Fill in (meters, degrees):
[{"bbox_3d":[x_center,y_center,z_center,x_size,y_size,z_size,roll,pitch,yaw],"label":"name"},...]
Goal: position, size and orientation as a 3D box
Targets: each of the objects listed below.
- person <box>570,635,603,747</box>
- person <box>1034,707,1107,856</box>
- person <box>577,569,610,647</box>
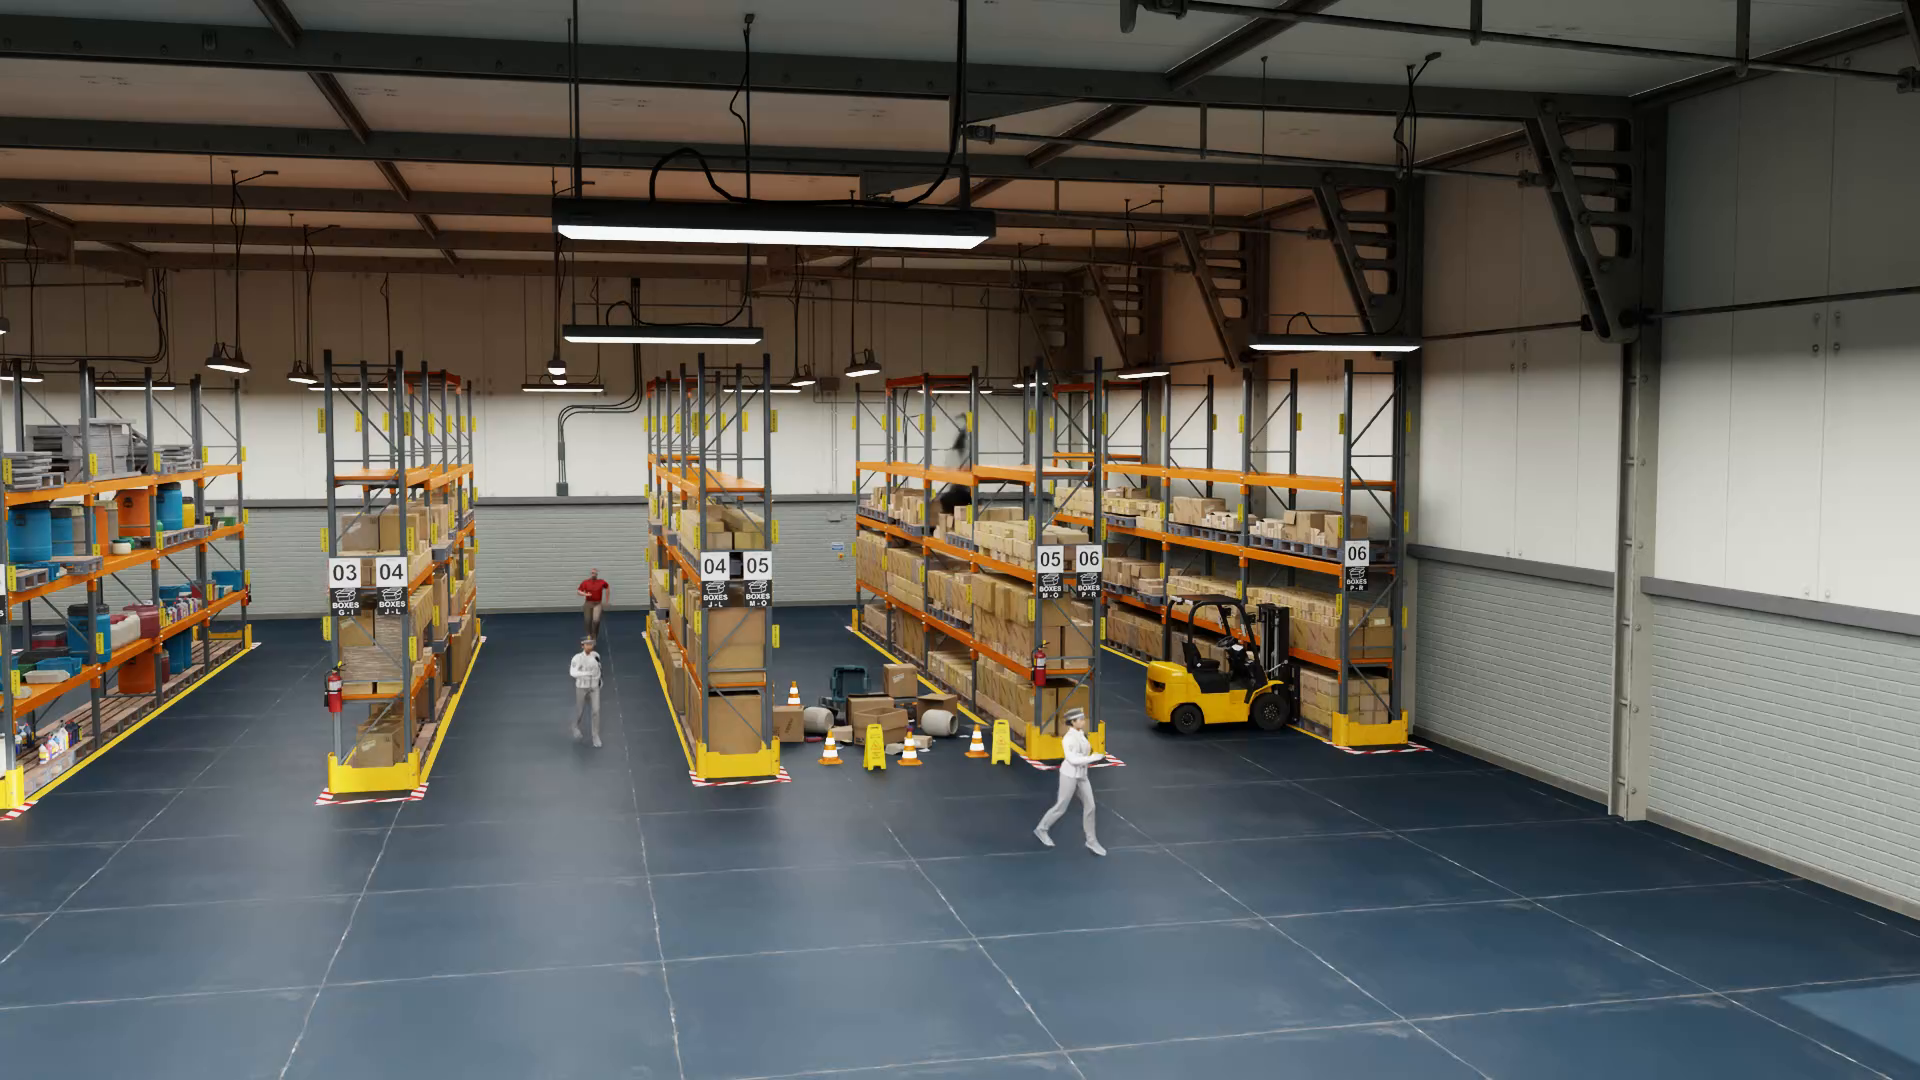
[{"bbox_3d":[-5.836,2.326,26.000,0.597,1.697,0.919,-2,5,-32],"label":"person"},{"bbox_3d":[1.294,2.789,19.404,0.883,1.720,0.589,2,5,29],"label":"person"},{"bbox_3d":[-8.300,1.578,37.678,0.688,1.702,0.800,0,4,-7],"label":"person"}]
